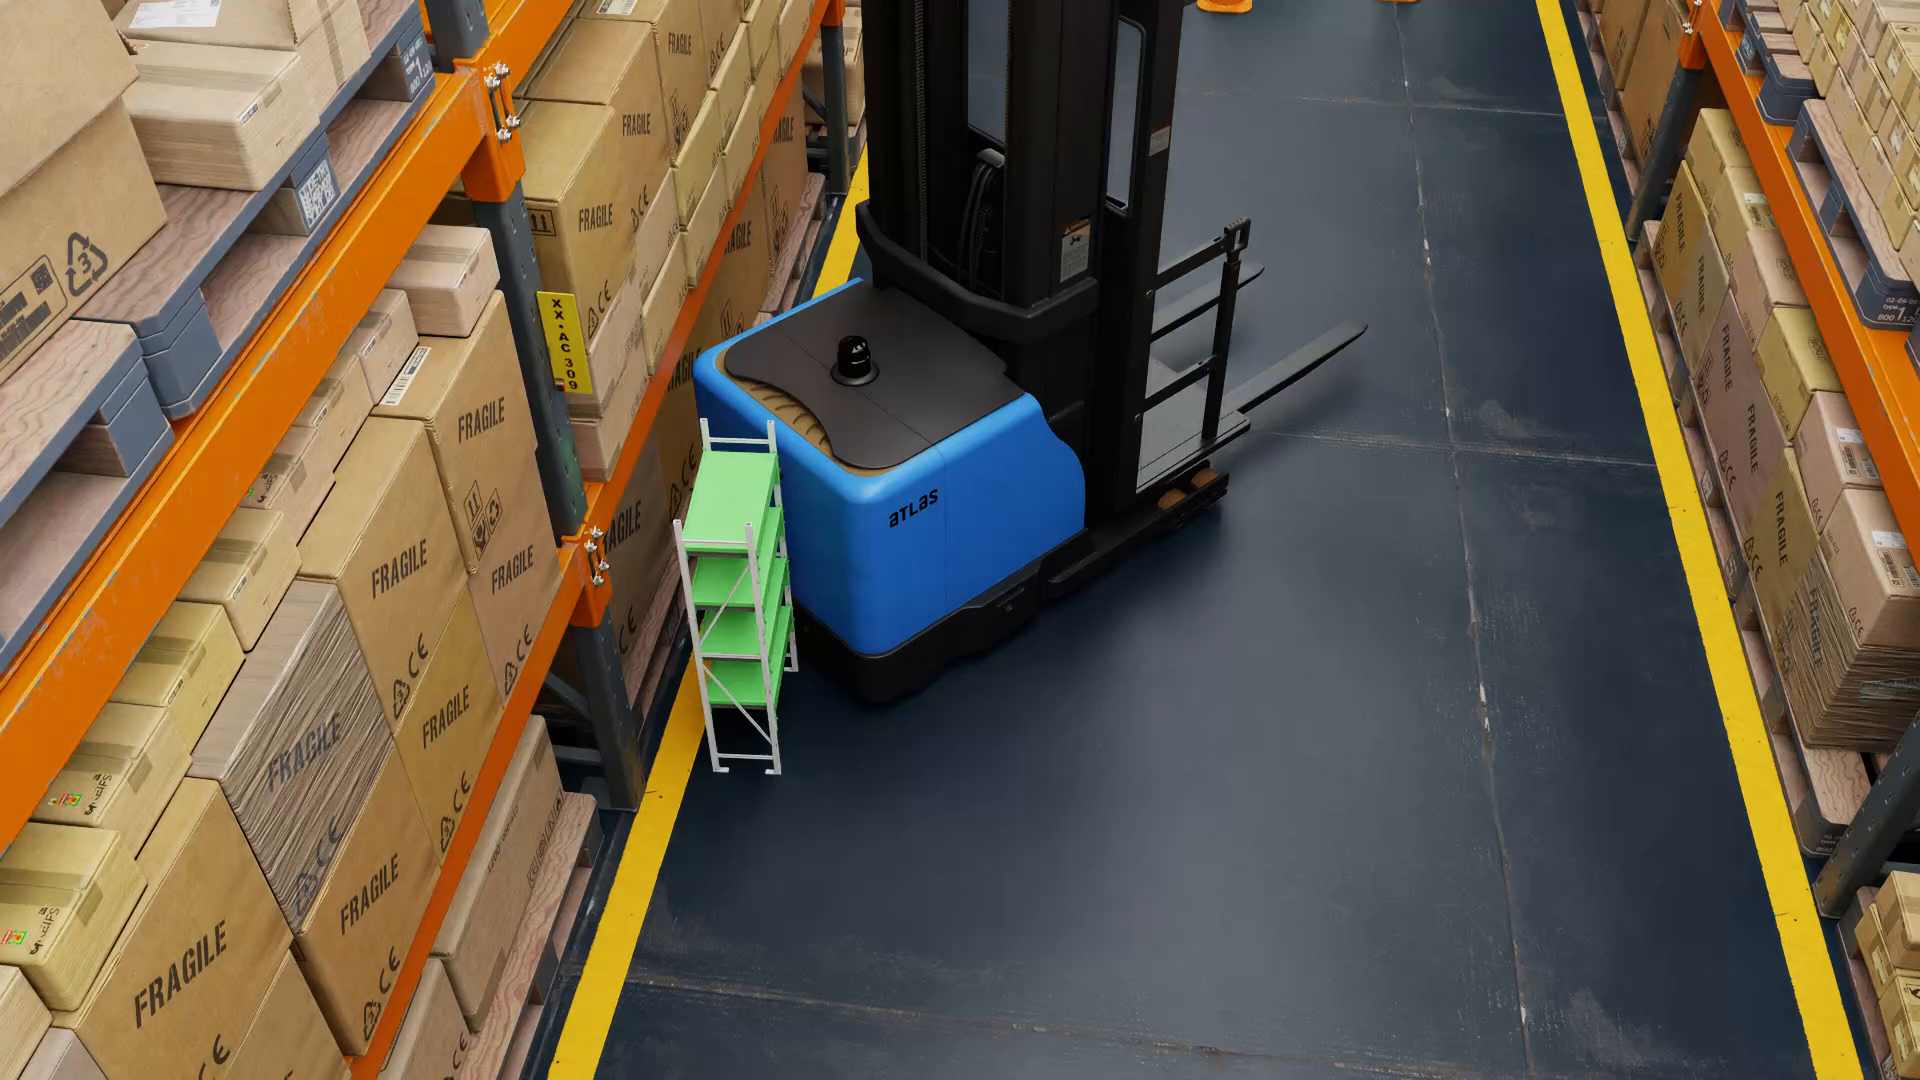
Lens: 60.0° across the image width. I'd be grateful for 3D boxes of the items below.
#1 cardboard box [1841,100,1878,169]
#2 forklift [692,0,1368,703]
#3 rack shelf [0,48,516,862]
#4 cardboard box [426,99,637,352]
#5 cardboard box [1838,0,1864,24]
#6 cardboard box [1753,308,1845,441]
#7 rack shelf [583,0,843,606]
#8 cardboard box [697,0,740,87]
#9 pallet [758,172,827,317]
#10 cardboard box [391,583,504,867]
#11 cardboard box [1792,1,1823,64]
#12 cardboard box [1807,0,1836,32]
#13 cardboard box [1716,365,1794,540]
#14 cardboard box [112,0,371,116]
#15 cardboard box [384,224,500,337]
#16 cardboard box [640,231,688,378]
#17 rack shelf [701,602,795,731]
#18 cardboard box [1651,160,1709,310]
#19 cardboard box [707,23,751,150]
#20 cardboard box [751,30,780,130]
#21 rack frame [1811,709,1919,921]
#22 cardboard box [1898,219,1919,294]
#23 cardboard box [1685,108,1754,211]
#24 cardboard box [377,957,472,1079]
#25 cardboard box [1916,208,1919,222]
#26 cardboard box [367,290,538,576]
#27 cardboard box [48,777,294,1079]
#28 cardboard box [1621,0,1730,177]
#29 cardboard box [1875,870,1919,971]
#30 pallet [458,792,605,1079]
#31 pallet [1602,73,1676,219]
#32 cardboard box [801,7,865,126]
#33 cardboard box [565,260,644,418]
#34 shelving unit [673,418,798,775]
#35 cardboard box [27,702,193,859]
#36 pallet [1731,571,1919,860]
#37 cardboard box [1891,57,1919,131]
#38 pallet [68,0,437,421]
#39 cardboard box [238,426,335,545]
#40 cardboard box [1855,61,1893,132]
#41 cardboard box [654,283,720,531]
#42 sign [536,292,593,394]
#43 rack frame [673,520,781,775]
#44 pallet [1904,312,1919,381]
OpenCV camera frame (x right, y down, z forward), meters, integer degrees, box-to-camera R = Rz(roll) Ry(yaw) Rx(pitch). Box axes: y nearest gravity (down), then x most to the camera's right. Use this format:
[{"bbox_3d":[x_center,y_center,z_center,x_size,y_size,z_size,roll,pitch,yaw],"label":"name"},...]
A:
[{"bbox_3d":[3.414,-1.445,5.971,0.380,0.149,0.250,6,44,6],"label":"cardboard box"},{"bbox_3d":[0.473,-1.351,6.045,3.031,2.935,1.130,-31,52,-29],"label":"forklift"},{"bbox_3d":[-1.867,0.306,2.587,1.077,0.370,4.000,5,44,6],"label":"rack shelf"},{"bbox_3d":[-1.259,-0.902,4.721,0.500,0.500,0.500,6,44,6],"label":"cardboard box"},{"bbox_3d":[3.488,-2.023,6.150,0.380,0.149,0.250,4,44,4],"label":"cardboard box"},{"bbox_3d":[3.302,-0.606,6.176,0.500,0.250,0.500,3,44,4],"label":"cardboard box"},{"bbox_3d":[-1.338,-1.331,6.497,1.077,0.370,4.000,5,44,6],"label":"rack shelf"},{"bbox_3d":[-1.089,-1.946,5.823,0.500,0.500,0.500,5,44,5],"label":"cardboard box"},{"bbox_3d":[-1.253,-1.412,8.088,1.003,0.211,1.213,5,44,6],"label":"pallet"},{"bbox_3d":[-1.473,0.425,4.046,0.500,0.500,0.500,4,44,4],"label":"cardboard box"},{"bbox_3d":[3.516,-1.982,6.539,0.380,0.149,0.250,7,44,8],"label":"cardboard box"},{"bbox_3d":[3.517,-2.065,6.410,0.380,0.149,0.250,4,44,4],"label":"cardboard box"},{"bbox_3d":[3.306,-0.319,6.418,0.500,0.500,0.500,4,44,5],"label":"cardboard box"},{"bbox_3d":[-1.370,-0.994,3.156,0.396,0.266,0.258,7,44,7],"label":"cardboard box"},{"bbox_3d":[-1.328,-0.625,3.957,0.380,0.149,0.250,4,44,5],"label":"cardboard box"},{"bbox_3d":[-1.216,-0.803,5.526,0.500,0.250,0.500,4,44,4],"label":"cardboard box"},{"bbox_3d":[-0.739,0.437,5.858,0.258,0.148,0.480,2,43,2],"label":"rack shelf"},{"bbox_3d":[3.500,-1.360,7.517,0.500,0.500,0.500,4,44,4],"label":"cardboard box"},{"bbox_3d":[-1.066,-1.674,6.082,0.500,0.250,0.500,4,44,4],"label":"cardboard box"},{"bbox_3d":[-1.018,-1.841,6.622,0.500,0.250,0.500,5,44,5],"label":"cardboard box"},{"bbox_3d":[3.317,0.152,4.408,1.000,3.000,0.127,5,44,6],"label":"rack frame"},{"bbox_3d":[3.307,-0.905,5.402,0.380,0.149,0.250,4,44,4],"label":"cardboard box"},{"bbox_3d":[3.515,-1.643,7.271,0.500,0.250,0.500,3,44,4],"label":"cardboard box"},{"bbox_3d":[-1.910,1.577,4.461,0.875,0.438,0.875,4,44,4],"label":"cardboard box"},{"bbox_3d":[3.311,-1.019,5.305,0.380,0.149,0.250,3,44,3],"label":"cardboard box"},{"bbox_3d":[-1.391,-0.282,4.066,0.500,0.500,0.500,5,44,5],"label":"cardboard box"},{"bbox_3d":[-1.599,0.752,2.974,0.500,0.500,0.500,5,44,6],"label":"cardboard box"},{"bbox_3d":[4.016,-2.316,8.345,1.050,0.750,0.750,5,44,5],"label":"cardboard box"},{"bbox_3d":[2.952,1.145,4.911,0.380,0.149,0.250,7,44,7],"label":"cardboard box"},{"bbox_3d":[-1.781,1.295,5.229,1.003,0.211,1.213,5,44,6],"label":"pallet"},{"bbox_3d":[4.025,-2.092,8.806,1.003,0.211,1.213,5,44,6],"label":"pallet"},{"bbox_3d":[-0.989,-2.537,8.854,0.950,0.372,0.625,3,43,3],"label":"cardboard box"},{"bbox_3d":[-1.265,-0.630,4.979,0.500,0.250,0.500,4,44,4],"label":"cardboard box"},{"bbox_3d":[-0.739,0.216,5.649,0.258,1.200,0.503,2,43,2],"label":"shelving unit"},{"bbox_3d":[-1.577,0.409,2.864,0.380,0.149,0.250,5,44,6],"label":"cardboard box"},{"bbox_3d":[3.419,0.634,5.927,1.003,0.211,1.213,5,44,6],"label":"pallet"},{"bbox_3d":[3.384,-1.488,5.585,0.380,0.149,0.250,5,44,5],"label":"cardboard box"},{"bbox_3d":[-1.721,-0.729,3.221,1.003,0.211,1.213,5,44,6],"label":"pallet"},{"bbox_3d":[-1.529,-0.112,3.415,0.380,0.149,0.250,5,44,5],"label":"cardboard box"},{"bbox_3d":[3.414,-1.554,5.871,0.380,0.149,0.250,5,44,5],"label":"cardboard box"},{"bbox_3d":[-1.488,-0.656,6.501,0.875,0.875,0.875,6,44,7],"label":"cardboard box"},{"bbox_3d":[-1.052,-0.523,4.433,0.100,0.325,0.005,5,44,6],"label":"sign"},{"bbox_3d":[-0.752,0.384,5.472,0.240,1.200,0.015,2,43,2],"label":"rack frame"},{"bbox_3d":[3.563,-0.286,5.010,1.003,0.211,1.213,5,44,6],"label":"pallet"}]
